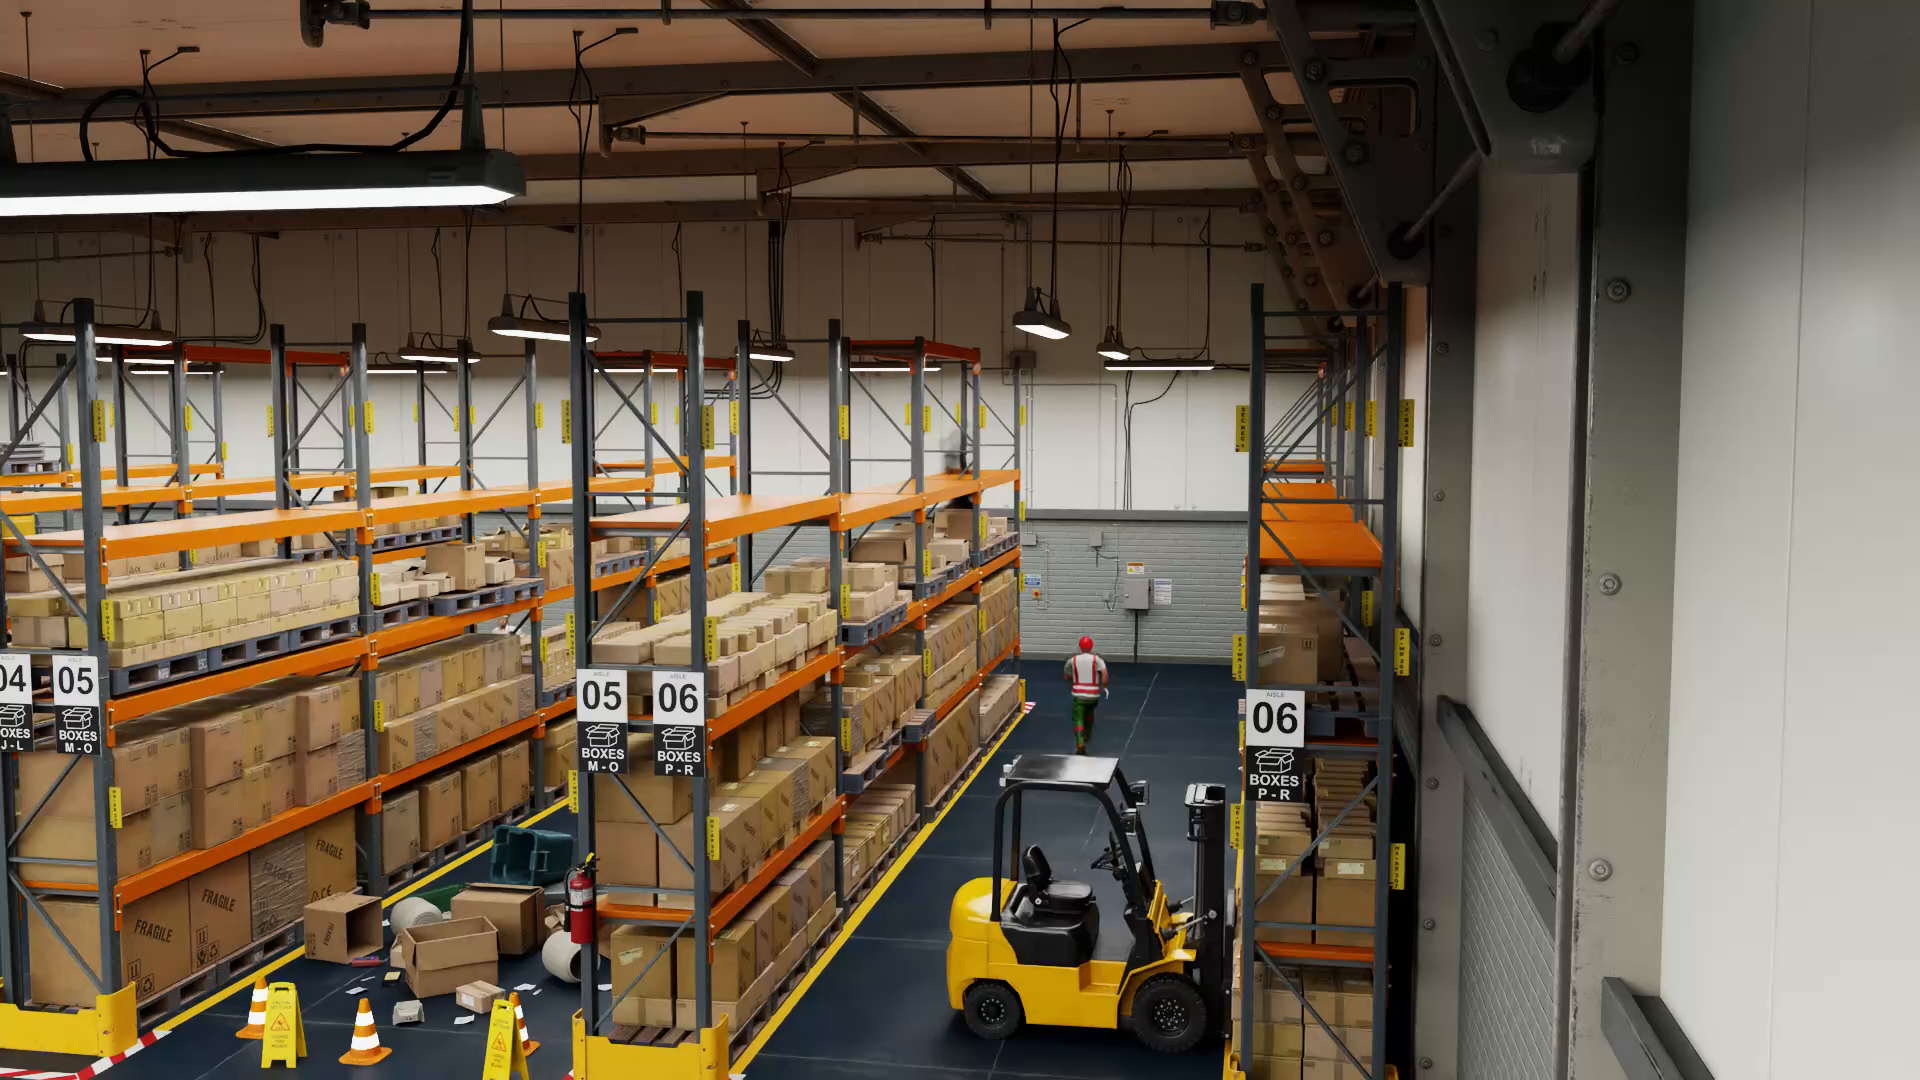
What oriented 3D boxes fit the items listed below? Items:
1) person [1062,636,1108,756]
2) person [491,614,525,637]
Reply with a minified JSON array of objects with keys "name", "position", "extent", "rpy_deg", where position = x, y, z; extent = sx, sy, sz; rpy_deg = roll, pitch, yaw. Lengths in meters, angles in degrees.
[{"name":"person","position":[1.813,2.238,23.987],"extent":[0.649,1.700,0.993],"rpy_deg":[0,5,4]},{"name":"person","position":[-7.748,2.051,28.391],"extent":[0.643,1.710,0.588],"rpy_deg":[0,5,1]}]
